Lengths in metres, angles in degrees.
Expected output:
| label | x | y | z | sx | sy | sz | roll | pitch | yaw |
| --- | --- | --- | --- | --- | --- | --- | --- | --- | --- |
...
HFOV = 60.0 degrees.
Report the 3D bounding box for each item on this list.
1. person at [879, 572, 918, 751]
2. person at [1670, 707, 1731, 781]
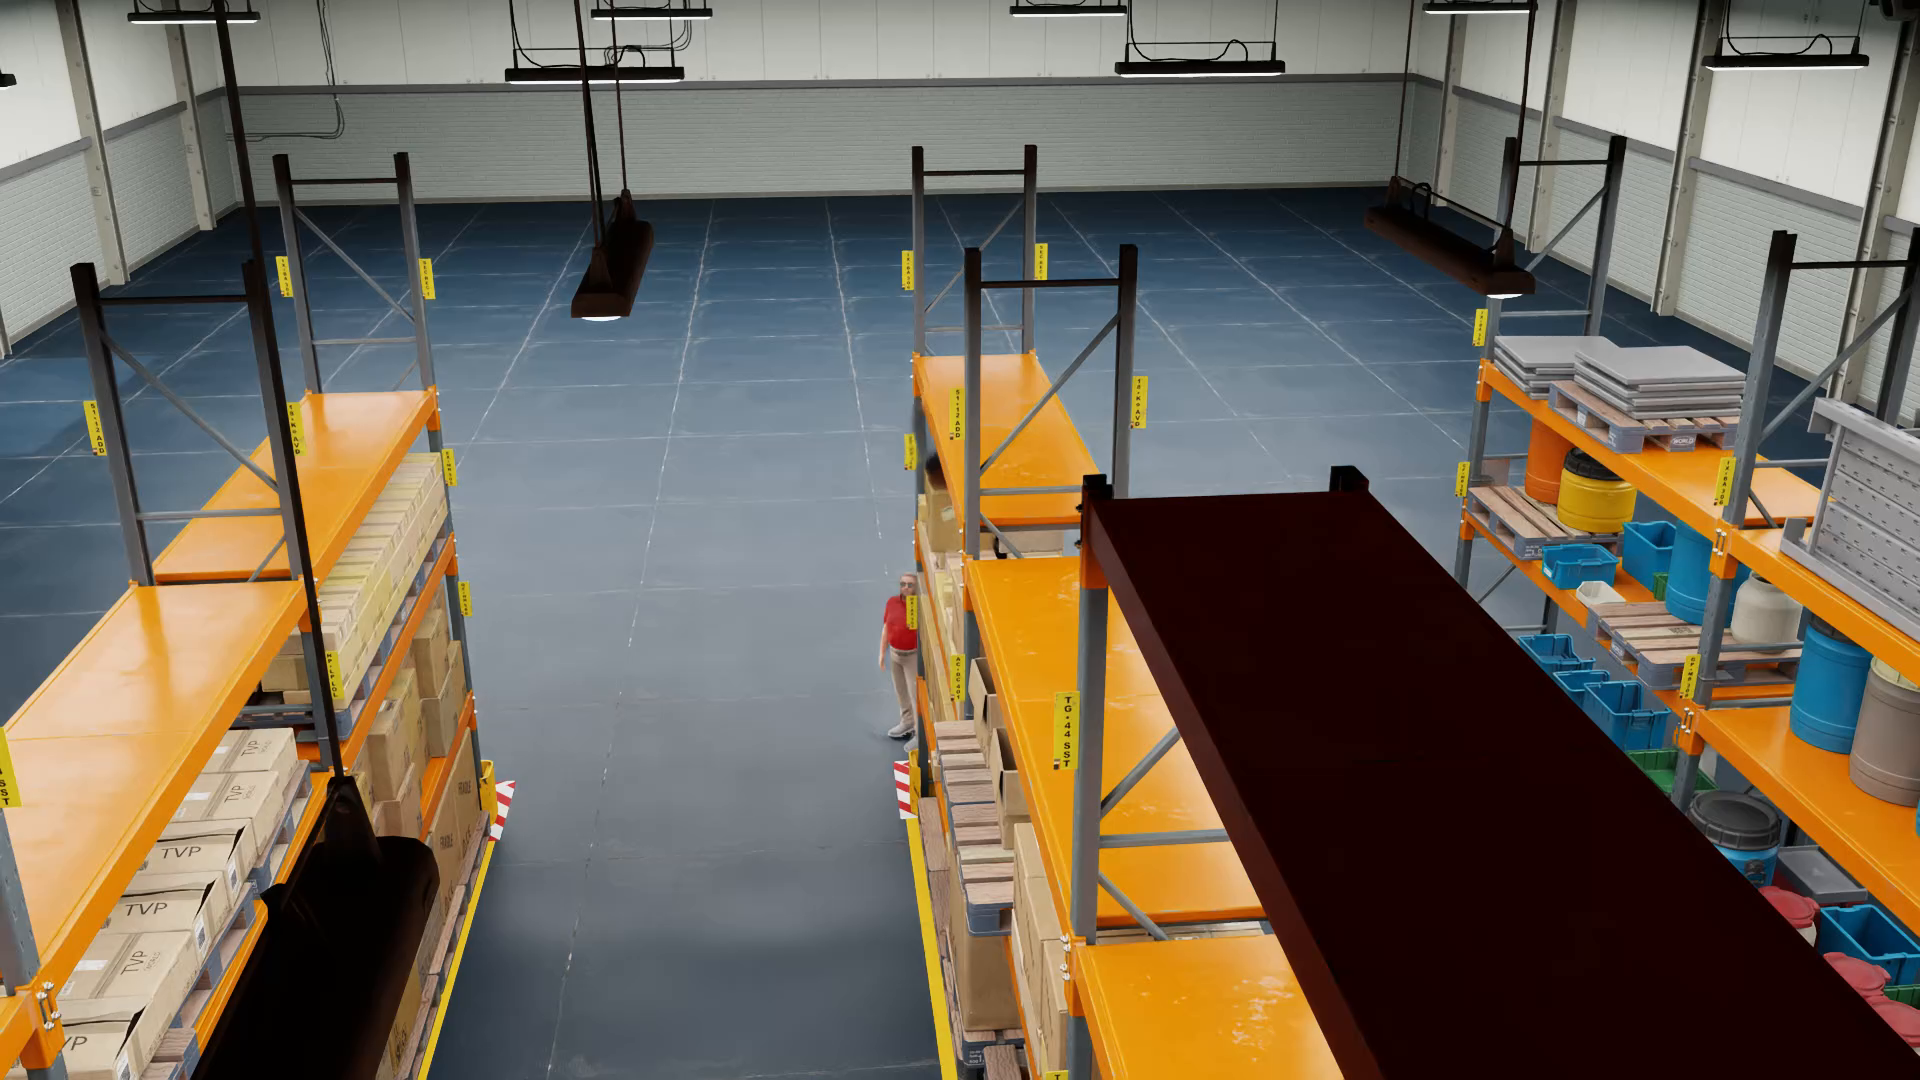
| label | x | y | z | sx | sy | sz | roll | pitch | yaw |
| --- | --- | --- | --- | --- | --- | --- | --- | --- | --- |
| person | -0.533 | 1.169 | 16.392 | 0.576 | 1.730 | 0.487 | 18 | 28 | 38 |
| person | 6.819 | 1.591 | 15.313 | 0.561 | 1.831 | 0.539 | 16 | 27 | 35 |
